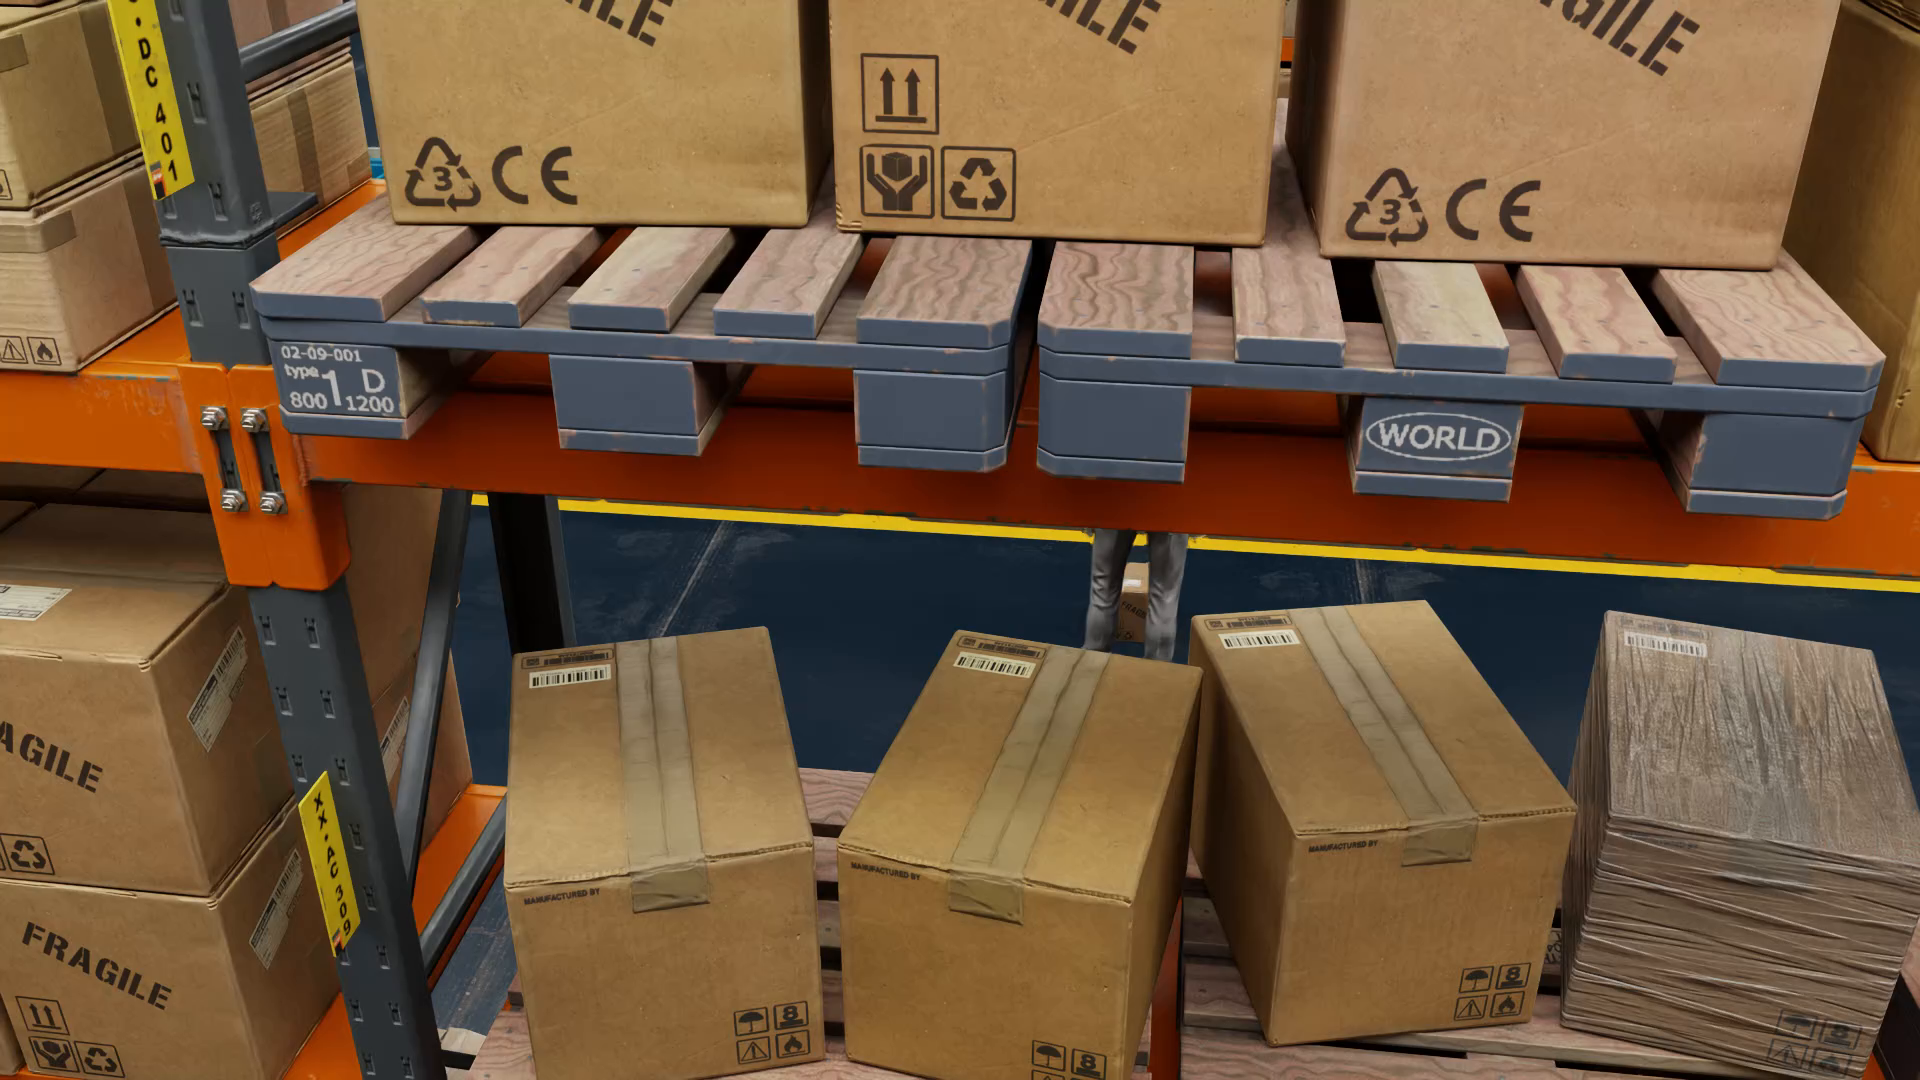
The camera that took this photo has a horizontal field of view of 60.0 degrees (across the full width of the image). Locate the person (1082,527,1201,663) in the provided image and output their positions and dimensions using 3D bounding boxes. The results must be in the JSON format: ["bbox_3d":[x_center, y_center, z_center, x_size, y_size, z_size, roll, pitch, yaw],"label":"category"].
[{"bbox_3d":[0.717,-0.162,6.342,0.507,1.689,0.356,3,29,6],"label":"person"}]
